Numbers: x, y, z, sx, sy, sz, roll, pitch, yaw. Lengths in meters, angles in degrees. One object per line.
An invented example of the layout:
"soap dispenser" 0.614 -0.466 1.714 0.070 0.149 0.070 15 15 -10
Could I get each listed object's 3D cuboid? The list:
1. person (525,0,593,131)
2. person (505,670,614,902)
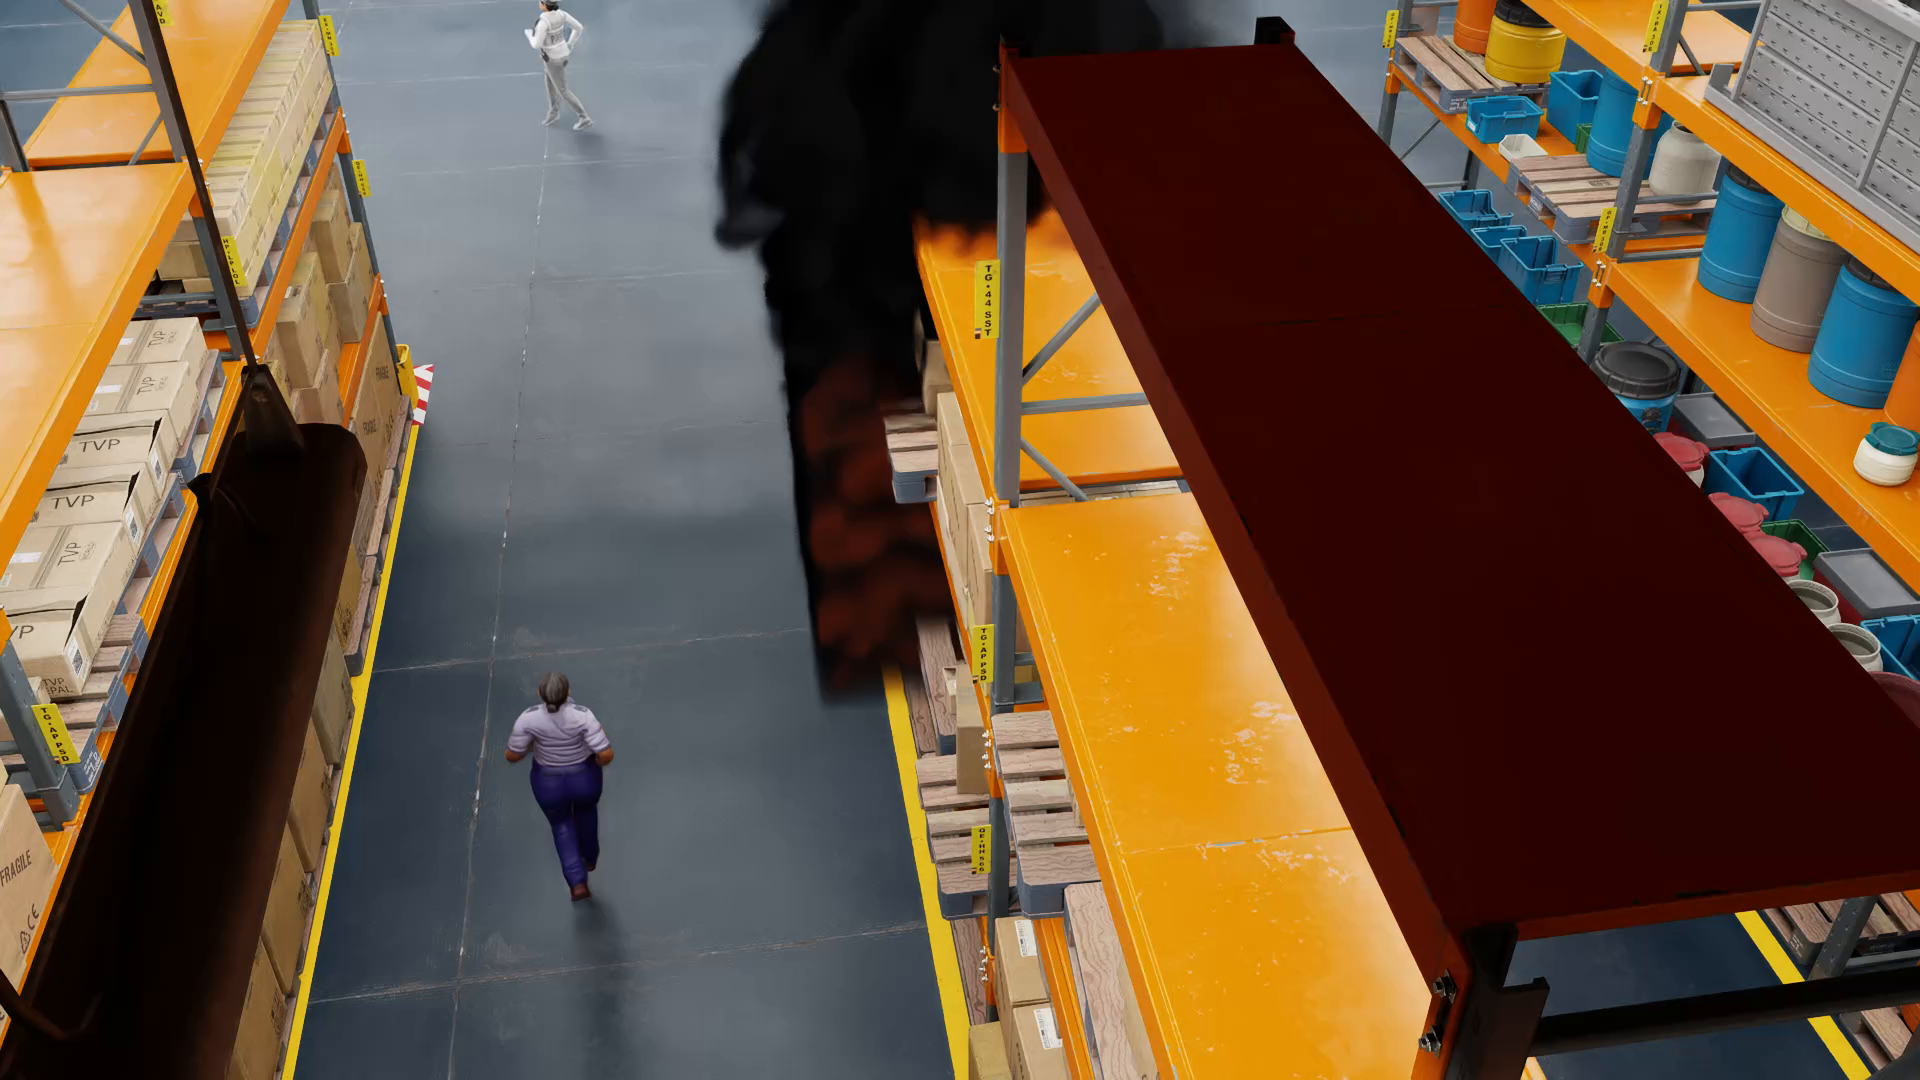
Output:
"person" -4.772 -5.672 19.732 0.807 1.742 0.587 11 38 15
"person" -2.288 1.418 9.682 0.602 1.648 0.652 -6 37 -8
